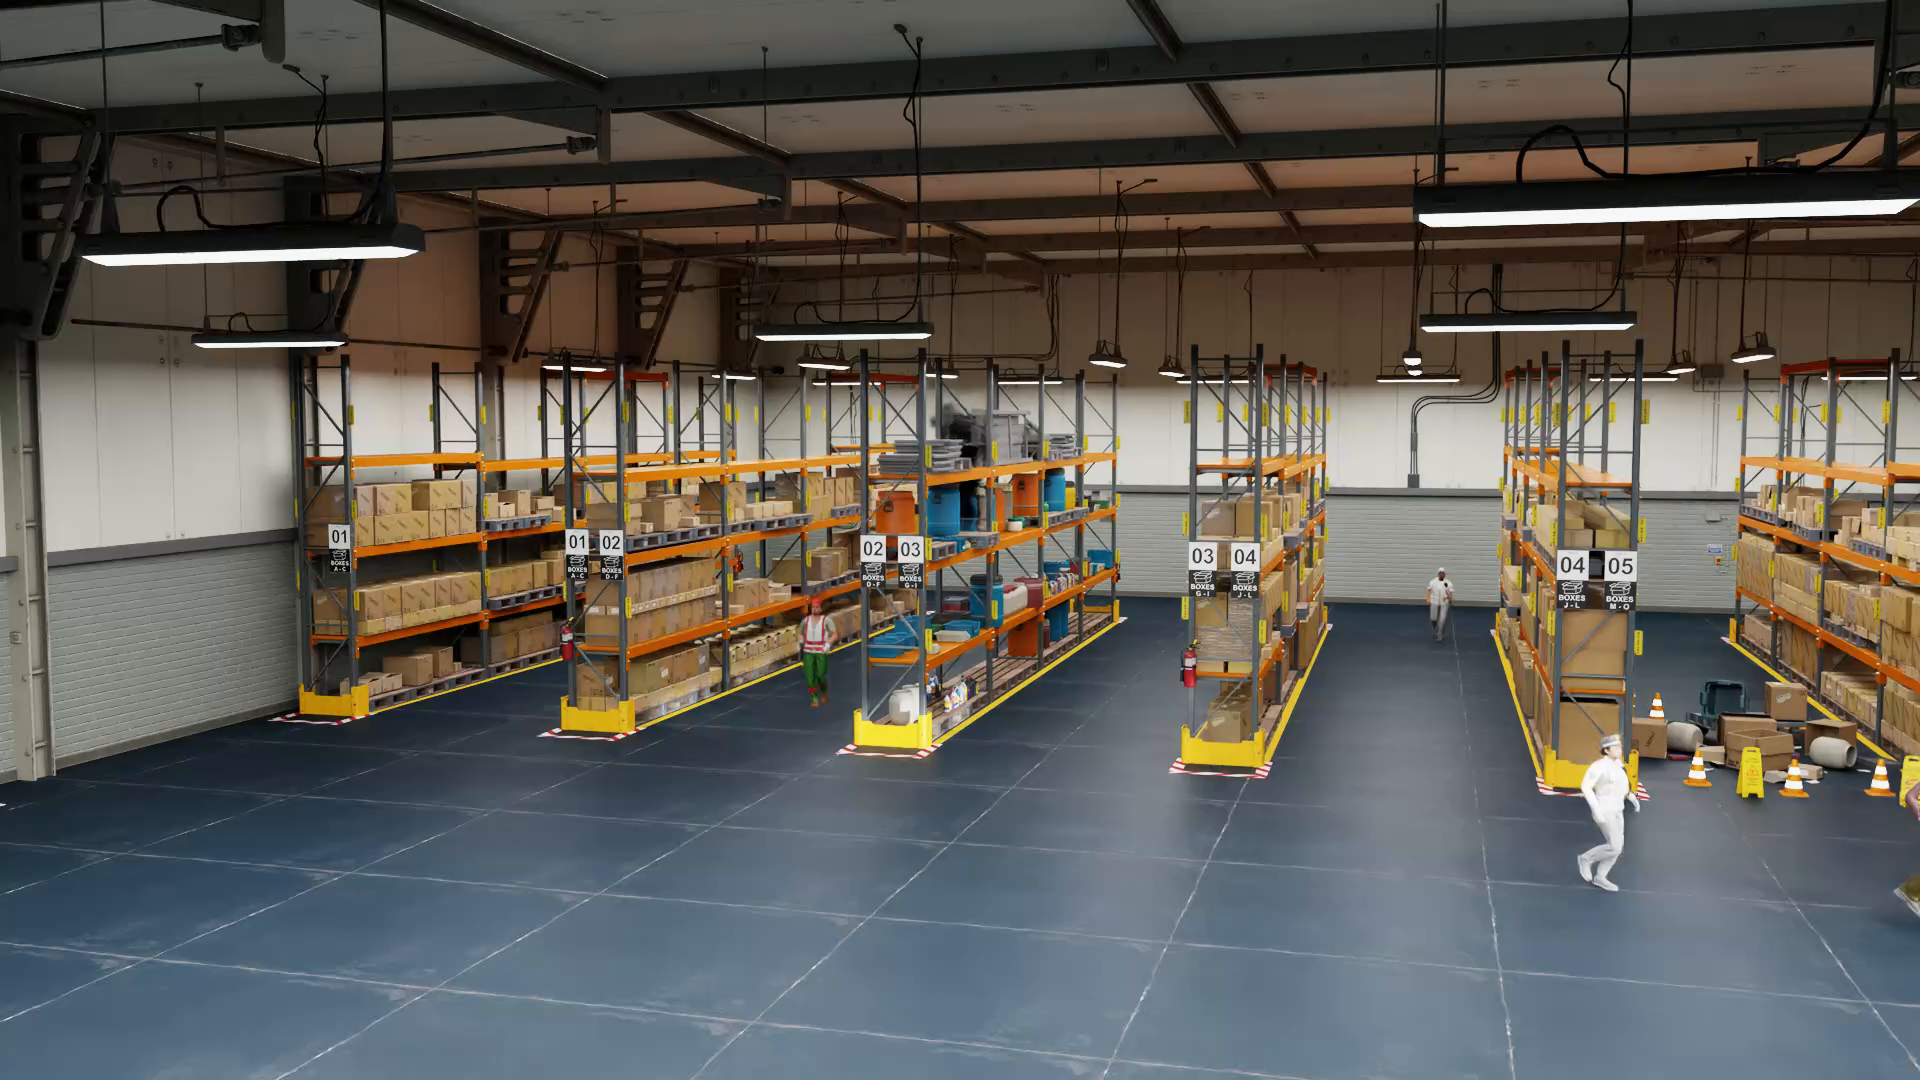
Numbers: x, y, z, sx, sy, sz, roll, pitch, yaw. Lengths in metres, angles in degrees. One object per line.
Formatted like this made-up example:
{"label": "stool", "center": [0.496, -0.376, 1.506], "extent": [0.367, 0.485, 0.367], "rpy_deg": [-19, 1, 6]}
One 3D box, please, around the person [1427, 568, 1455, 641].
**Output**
{"label": "person", "center": [10.641, 1.433, 36.899], "extent": [0.601, 1.625, 0.548], "rpy_deg": [2, 5, 20]}

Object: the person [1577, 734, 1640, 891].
{"label": "person", "center": [6.871, 2.863, 17.587], "extent": [0.608, 1.660, 0.544], "rpy_deg": [-3, 5, -38]}

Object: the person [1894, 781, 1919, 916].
{"label": "person", "center": [9.556, 2.881, 16.060], "extent": [0.697, 1.775, 1.054], "rpy_deg": [-3, 5, -34]}

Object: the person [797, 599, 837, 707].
{"label": "person", "center": [-2.327, 1.824, 26.893], "extent": [0.653, 1.750, 0.565], "rpy_deg": [1, 4, 10]}
